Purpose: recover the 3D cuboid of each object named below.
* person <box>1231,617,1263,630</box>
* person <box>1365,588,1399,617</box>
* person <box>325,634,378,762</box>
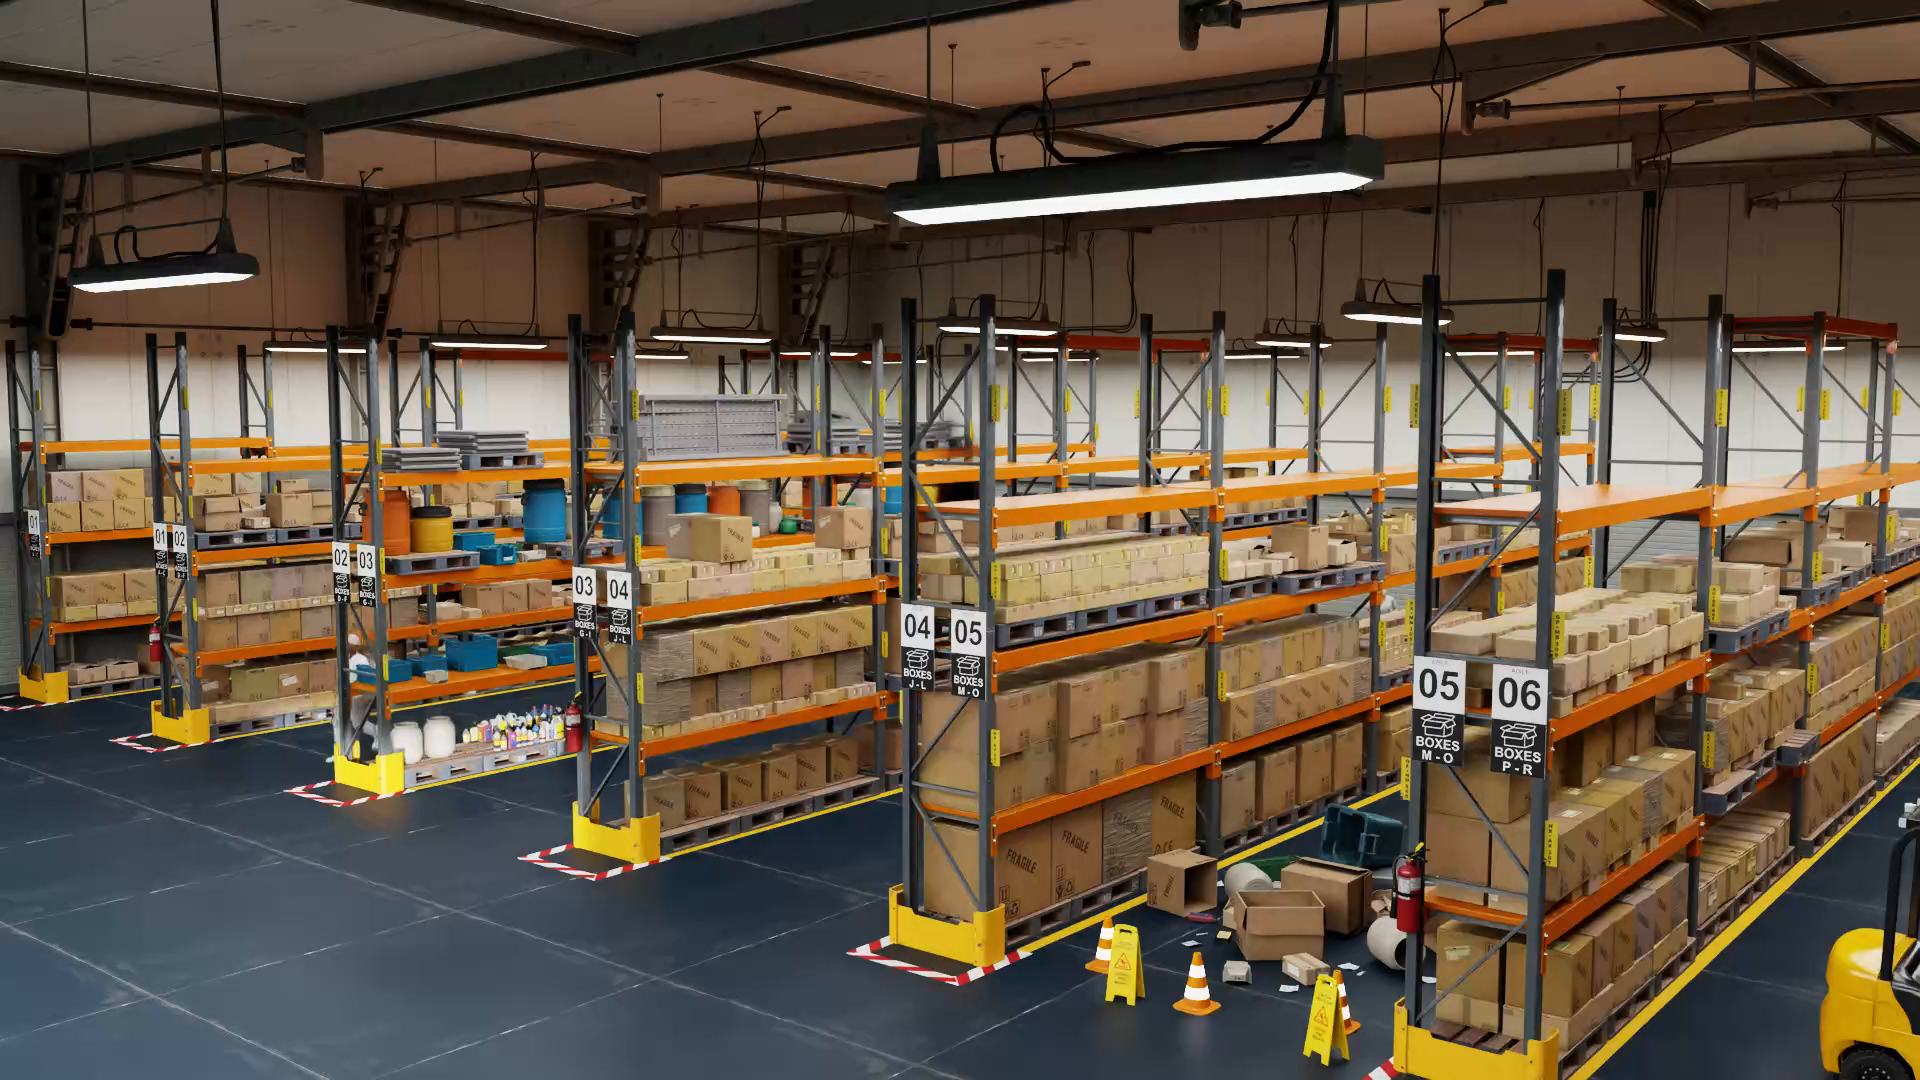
[{"bbox_3d":[4.505,1.942,25.917,0.692,1.841,0.842,3,6,34],"label":"person"},{"bbox_3d":[7.799,1.609,30.595,0.575,1.641,0.643,-1,5,-13],"label":"person"},{"bbox_3d":[-8.492,2.185,23.303,0.726,1.751,0.904,4,6,37],"label":"person"}]
